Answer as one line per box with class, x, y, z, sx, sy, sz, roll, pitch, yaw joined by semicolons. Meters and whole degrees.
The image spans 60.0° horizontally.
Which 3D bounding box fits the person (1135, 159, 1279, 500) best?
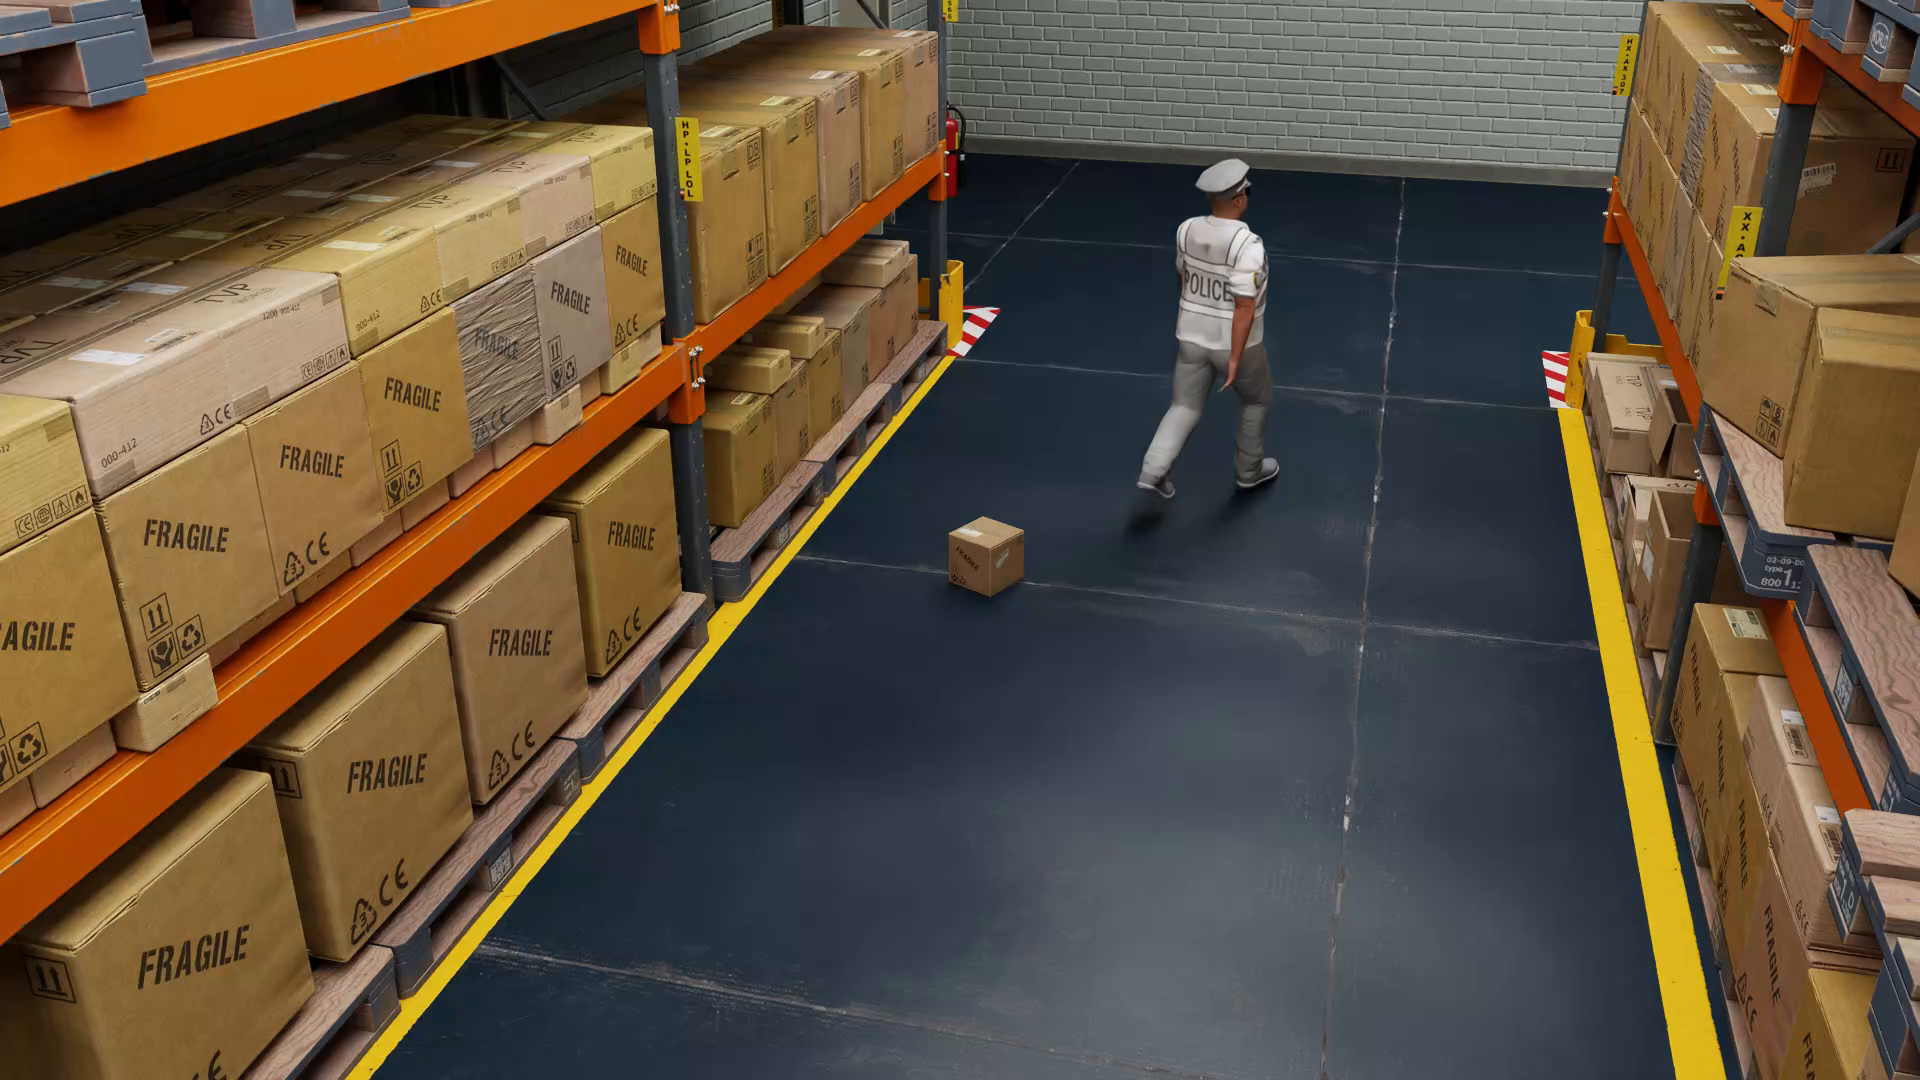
person;1.268;-1.020;8.236;0.523;1.724;1.010;20;31;35
